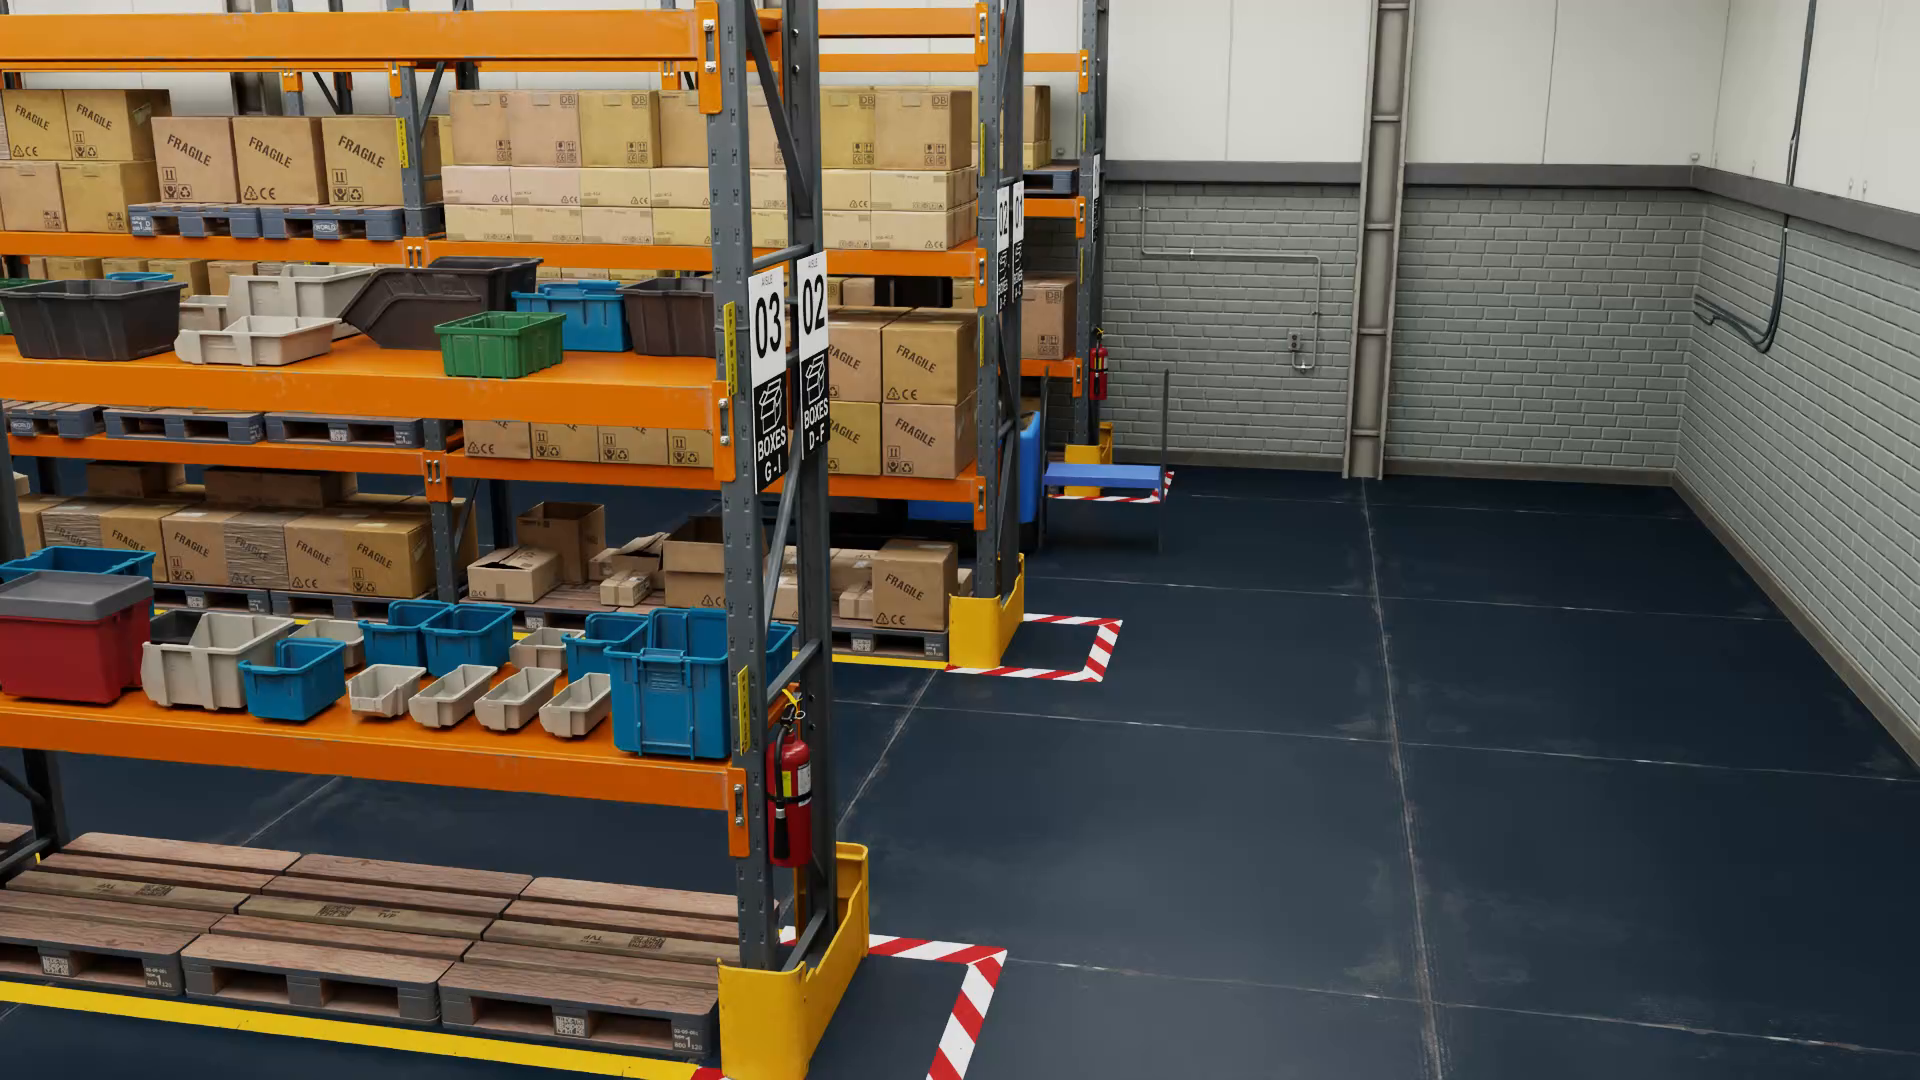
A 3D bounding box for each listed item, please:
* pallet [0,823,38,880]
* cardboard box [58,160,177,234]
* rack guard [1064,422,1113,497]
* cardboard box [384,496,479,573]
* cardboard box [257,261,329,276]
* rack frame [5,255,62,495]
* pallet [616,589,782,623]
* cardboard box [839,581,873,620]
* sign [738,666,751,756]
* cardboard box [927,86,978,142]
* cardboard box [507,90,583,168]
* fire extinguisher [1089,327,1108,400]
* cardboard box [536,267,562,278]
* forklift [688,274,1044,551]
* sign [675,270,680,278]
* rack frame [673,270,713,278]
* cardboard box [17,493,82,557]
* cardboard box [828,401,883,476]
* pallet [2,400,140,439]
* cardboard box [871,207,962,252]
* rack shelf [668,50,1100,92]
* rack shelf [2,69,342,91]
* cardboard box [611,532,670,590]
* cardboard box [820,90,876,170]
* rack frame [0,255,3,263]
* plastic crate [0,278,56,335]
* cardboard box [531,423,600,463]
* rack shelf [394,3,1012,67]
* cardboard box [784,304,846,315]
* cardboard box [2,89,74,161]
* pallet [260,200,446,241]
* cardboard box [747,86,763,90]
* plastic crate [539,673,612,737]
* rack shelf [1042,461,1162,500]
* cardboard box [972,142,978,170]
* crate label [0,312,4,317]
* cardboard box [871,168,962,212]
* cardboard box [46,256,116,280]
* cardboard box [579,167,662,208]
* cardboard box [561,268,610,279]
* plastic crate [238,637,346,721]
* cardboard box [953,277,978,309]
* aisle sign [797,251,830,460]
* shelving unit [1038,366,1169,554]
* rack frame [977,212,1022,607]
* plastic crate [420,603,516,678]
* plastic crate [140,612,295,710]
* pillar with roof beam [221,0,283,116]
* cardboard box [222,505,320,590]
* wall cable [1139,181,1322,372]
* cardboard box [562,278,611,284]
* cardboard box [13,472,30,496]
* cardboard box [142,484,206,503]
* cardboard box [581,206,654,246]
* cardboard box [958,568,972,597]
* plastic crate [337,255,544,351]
[{"bbox_3d":[-5.385,1.655,8.124,1.213,0.211,1.003,3,16,11],"label":"pallet"},{"bbox_3d":[-6.122,-2.570,12.346,0.500,0.500,0.910,3,16,11],"label":"cardboard box"},{"bbox_3d":[1.281,-0.810,16.481,0.348,0.500,1.175,3,16,11],"label":"rack guard"},{"bbox_3d":[-4.072,-0.030,12.839,0.500,0.500,0.500,2,16,9],"label":"cardboard box"},{"bbox_3d":[-7.045,-2.724,17.697,0.500,0.500,0.700,1,16,5],"label":"cardboard box"},{"bbox_3d":[-7.566,-1.146,13.009,0.127,3.000,1.000,3,16,11],"label":"rack frame"},{"bbox_3d":[-1.774,0.512,12.248,1.213,0.211,1.003,3,16,11],"label":"pallet"},{"bbox_3d":[-0.687,0.424,11.827,0.250,0.166,0.380,3,16,11],"label":"cardboard box"},{"bbox_3d":[-0.811,0.642,6.251,0.005,0.325,0.100,3,16,11],"label":"sign"},{"bbox_3d":[-0.003,-3.998,15.591,0.500,0.500,0.500,4,16,13],"label":"cardboard box"},{"bbox_3d":[-2.700,-2.829,11.406,0.500,0.500,0.700,3,16,11],"label":"cardboard box"},{"bbox_3d":[1.313,-1.670,15.747,0.183,0.674,0.296,3,16,11],"label":"fire extinguisher"},{"bbox_3d":[-4.170,-2.806,16.817,0.500,0.250,0.500,3,16,12],"label":"cardboard box"},{"bbox_3d":[-0.817,-1.443,14.211,3.031,2.935,1.130,2,16,8],"label":"forklift"},{"bbox_3d":[-2.761,-2.606,16.262,0.005,0.325,0.100,3,16,11],"label":"sign"},{"bbox_3d":[-2.663,-2.229,16.920,0.127,3.000,1.000,3,16,11],"label":"rack frame"},{"bbox_3d":[-7.177,-0.054,12.927,0.500,0.500,0.500,4,16,13],"label":"cardboard box"},{"bbox_3d":[-0.729,-0.748,11.385,0.500,0.500,0.500,3,16,12],"label":"cardboard box"},{"bbox_3d":[-6.888,-1.036,12.971,1.003,0.211,1.213,3,16,11],"label":"pallet"},{"bbox_3d":[-0.282,-2.052,10.942,0.500,0.250,0.500,3,16,11],"label":"cardboard box"},{"bbox_3d":[-0.703,-4.474,15.884,4.000,0.370,1.077,3,16,11],"label":"rack shelf"},{"bbox_3d":[-8.542,-4.900,17.421,4.000,0.370,1.077,3,16,11],"label":"rack shelf"},{"bbox_3d":[-2.296,0.147,12.556,0.500,0.311,0.500,3,16,11],"label":"cardboard box"},{"bbox_3d":[-0.706,-2.768,11.185,0.500,0.500,0.700,3,16,11],"label":"cardboard box"},{"bbox_3d":[-10.502,-2.655,18.456,0.127,3.000,1.000,3,16,11],"label":"rack frame"},{"bbox_3d":[-4.162,-1.037,7.396,0.662,0.188,0.450,3,16,11],"label":"plastic crate"},{"bbox_3d":[-2.699,-0.856,11.777,0.500,0.500,0.500,3,16,12],"label":"cardboard box"},{"bbox_3d":[-1.686,-3.369,11.153,4.000,0.370,1.077,3,16,11],"label":"rack shelf"},{"bbox_3d":[-1.112,-1.397,11.854,0.500,0.500,0.500,3,16,12],"label":"cardboard box"},{"bbox_3d":[-6.640,-3.069,12.274,0.500,0.500,0.500,3,16,11],"label":"cardboard box"},{"bbox_3d":[-4.271,-2.341,12.057,1.003,0.211,1.213,3,16,11],"label":"pallet"},{"bbox_3d":[-2.020,-4.103,15.968,0.500,0.500,0.500,3,16,11],"label":"cardboard box"},{"bbox_3d":[-1.552,0.678,6.808,0.243,0.136,0.396,3,16,11],"label":"plastic crate"},{"bbox_3d":[1.221,-0.512,14.206,1.000,0.185,0.538,2,16,8],"label":"rack shelf"},{"bbox_3d":[-0.024,-3.637,15.691,0.500,0.250,0.500,3,16,9],"label":"cardboard box"},{"bbox_3d":[-4.215,-0.854,6.832,0.466,0.136,0.293,3,16,11],"label":"crate label"},{"bbox_3d":[-0.281,-2.295,10.884,0.500,0.250,0.500,3,16,11],"label":"cardboard box"},{"bbox_3d":[-9.464,-2.847,18.140,0.500,0.500,0.700,5,16,17],"label":"cardboard box"},{"bbox_3d":[-2.241,-2.401,11.264,0.500,0.250,0.500,3,16,11],"label":"cardboard box"},{"bbox_3d":[-3.671,-2.779,16.719,0.500,0.250,0.500,3,16,12],"label":"cardboard box"},{"bbox_3d":[-2.781,0.585,6.962,0.300,0.233,0.416,3,16,11],"label":"plastic crate"},{"bbox_3d":[0.040,-2.221,16.329,0.700,0.700,0.980,3,16,11],"label":"cardboard box"},{"bbox_3d":[-0.587,-0.751,6.715,0.004,0.787,0.394,3,16,11],"label":"aisle sign"},{"bbox_3d":[1.221,-0.686,14.158,1.048,1.500,0.538,2,16,8],"label":"shelving unit"},{"bbox_3d":[0.274,-0.720,11.473,0.127,3.000,1.000,3,16,11],"label":"rack frame"},{"bbox_3d":[-2.184,0.458,7.421,0.300,0.233,0.416,3,16,11],"label":"plastic crate"},{"bbox_3d":[-3.177,0.520,7.104,0.530,0.282,0.437,3,16,11],"label":"plastic crate"},{"bbox_3d":[-8.542,-4.502,13.888,0.400,9.000,9.100,3,16,11],"label":"pillar with roof beam"},{"bbox_3d":[-5.161,0.053,12.540,0.500,0.500,0.500,3,16,12],"label":"cardboard box"},{"bbox_3d":[2.700,-2.685,16.663,1.851,1.984,0.084,3,16,11],"label":"wall cable"},{"bbox_3d":[-3.667,-2.413,16.803,0.500,0.500,0.500,3,16,12],"label":"cardboard box"},{"bbox_3d":[-8.021,-0.398,13.623,0.500,0.311,0.500,4,16,13],"label":"cardboard box"},{"bbox_3d":[-6.096,-0.137,13.226,0.500,0.500,0.500,3,16,9],"label":"cardboard box"},{"bbox_3d":[-2.240,-2.161,11.336,0.500,0.250,0.500,3,16,11],"label":"cardboard box"},{"bbox_3d":[-0.068,0.330,12.200,0.250,0.149,0.380,3,16,11],"label":"cardboard box"},{"bbox_3d":[-2.160,-0.993,6.956,0.767,0.338,0.504,3,16,11],"label":"plastic crate"}]
